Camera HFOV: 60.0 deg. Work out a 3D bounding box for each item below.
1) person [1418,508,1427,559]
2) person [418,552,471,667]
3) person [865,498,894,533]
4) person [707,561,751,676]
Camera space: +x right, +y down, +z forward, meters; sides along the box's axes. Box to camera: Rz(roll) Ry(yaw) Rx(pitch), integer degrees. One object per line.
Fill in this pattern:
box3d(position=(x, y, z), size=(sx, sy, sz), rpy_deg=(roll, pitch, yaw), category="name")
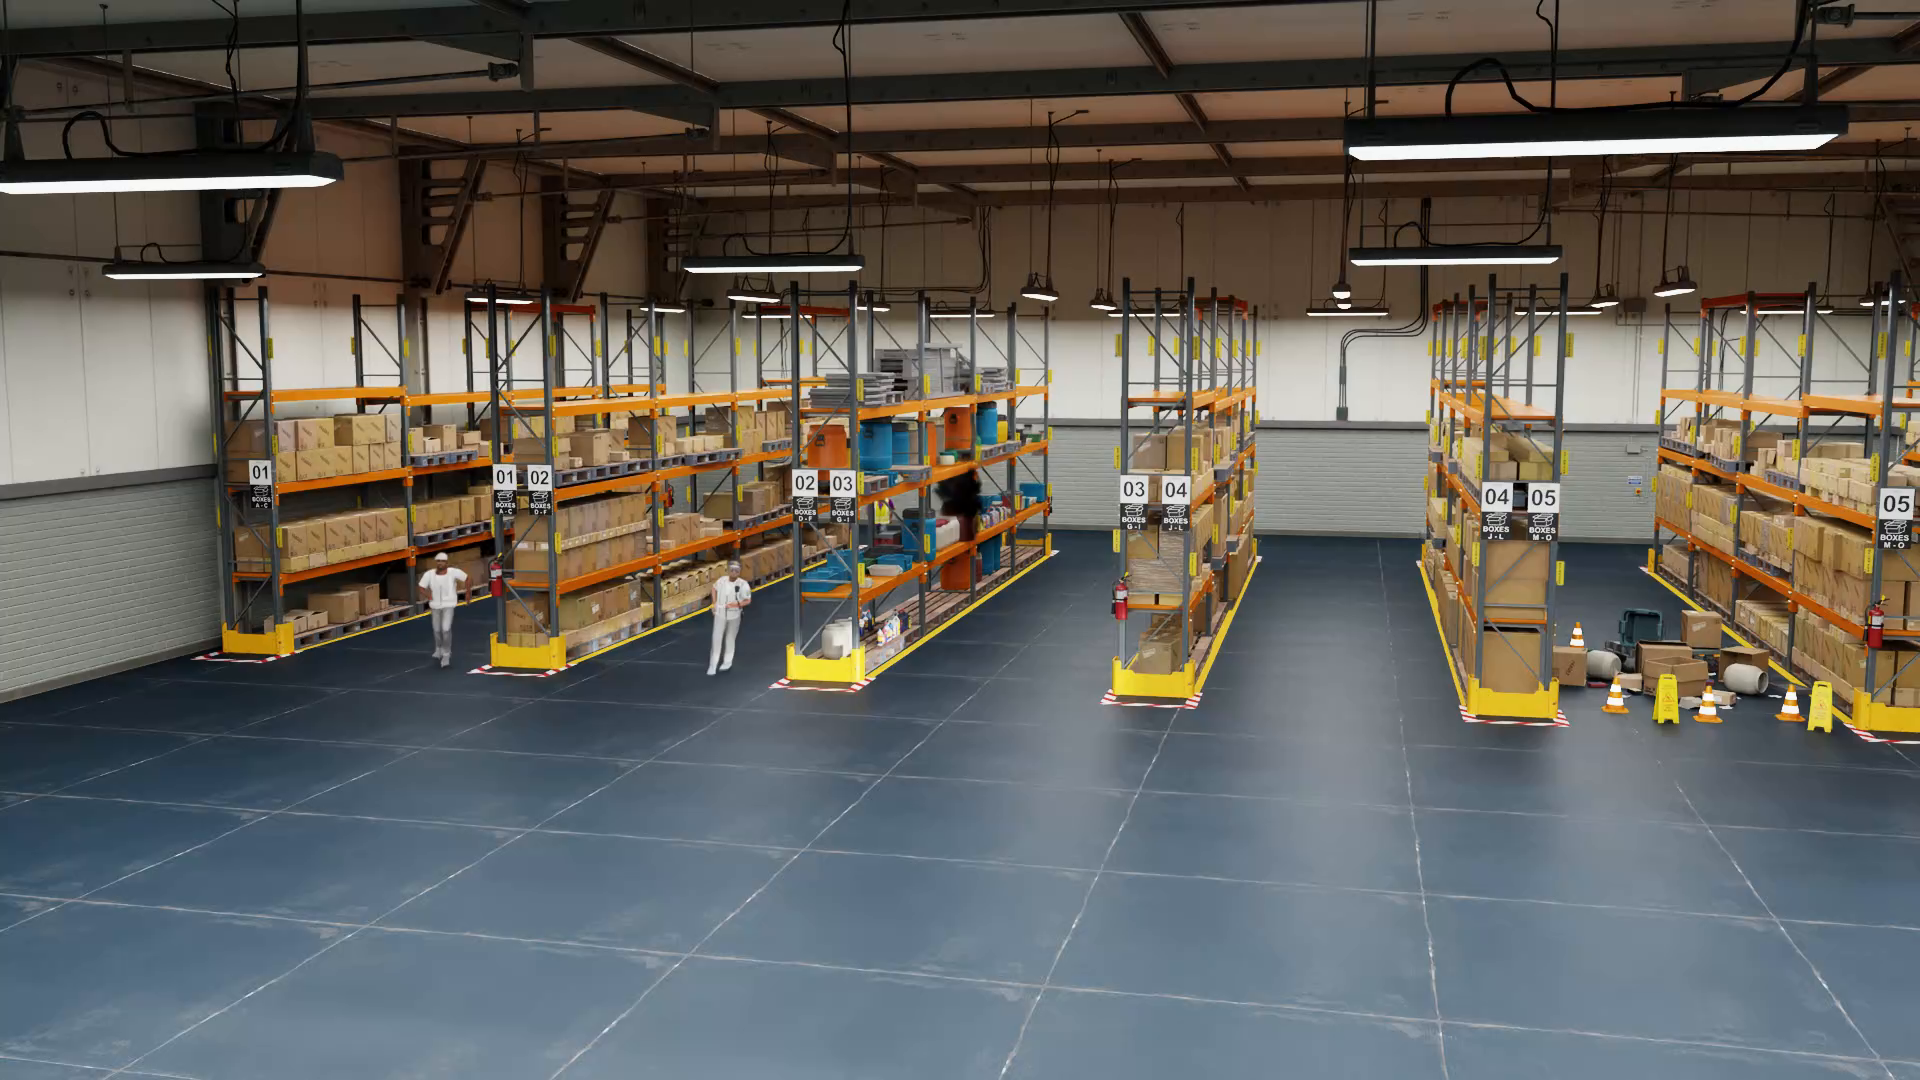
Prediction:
box3d(position=(11.336, -0.401, 39.496), size=(0.725, 1.776, 0.709), rpy_deg=(0, 7, 4), category="person")
box3d(position=(-8.230, 1.094, 26.552), size=(0.792, 1.836, 0.711), rpy_deg=(-1, 7, -5), category="person")
box3d(position=(-1.892, -0.337, 38.941), size=(0.664, 1.824, 0.806), rpy_deg=(1, 7, 4), category="person")
box3d(position=(-3.563, 1.206, 25.729), size=(0.678, 1.801, 0.718), rpy_deg=(0, 7, 1), category="person")
